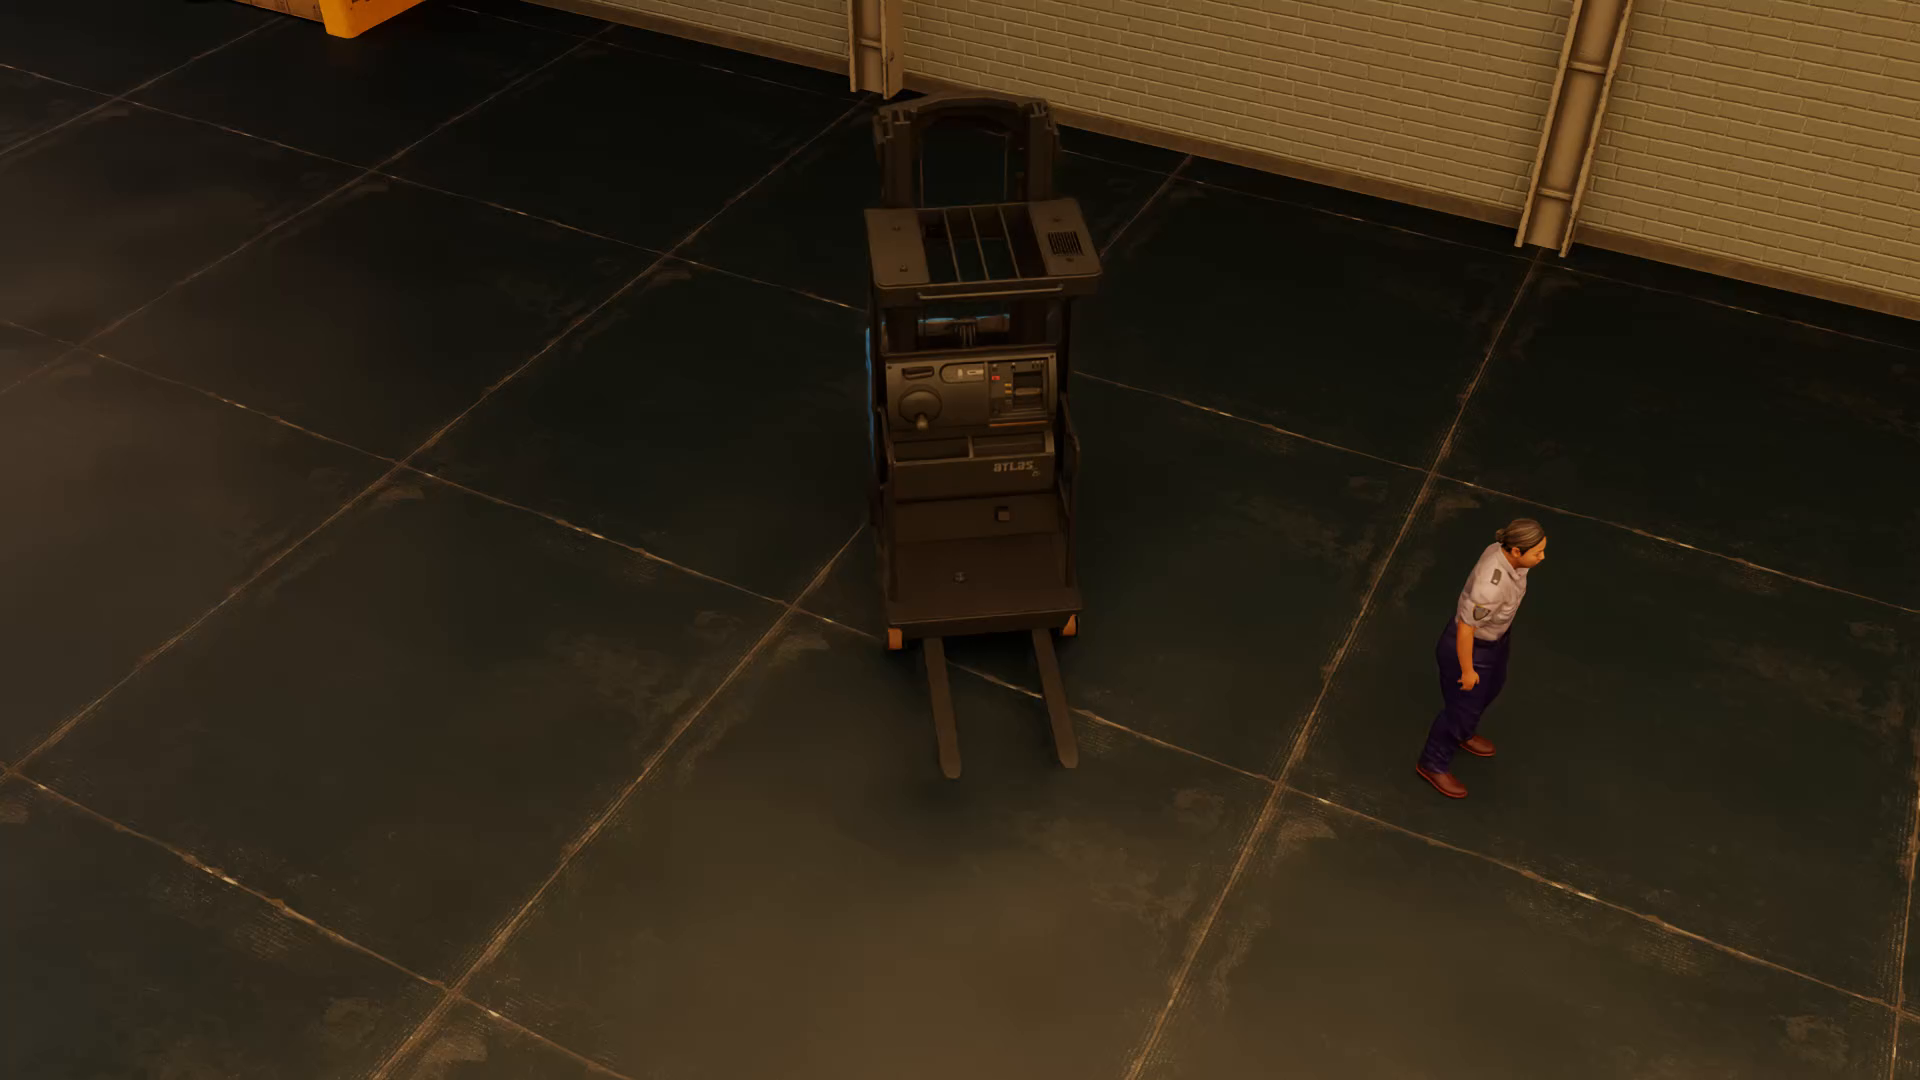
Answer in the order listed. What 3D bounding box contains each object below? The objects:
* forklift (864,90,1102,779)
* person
[{"bbox_3d":[0.090,-0.728,8.851,1.130,2.935,3.031,-4,40,-5],"label":"forklift"},{"bbox_3d":[2.613,0.536,8.348,0.376,1.653,0.533,24,46,26],"label":"person"}]
